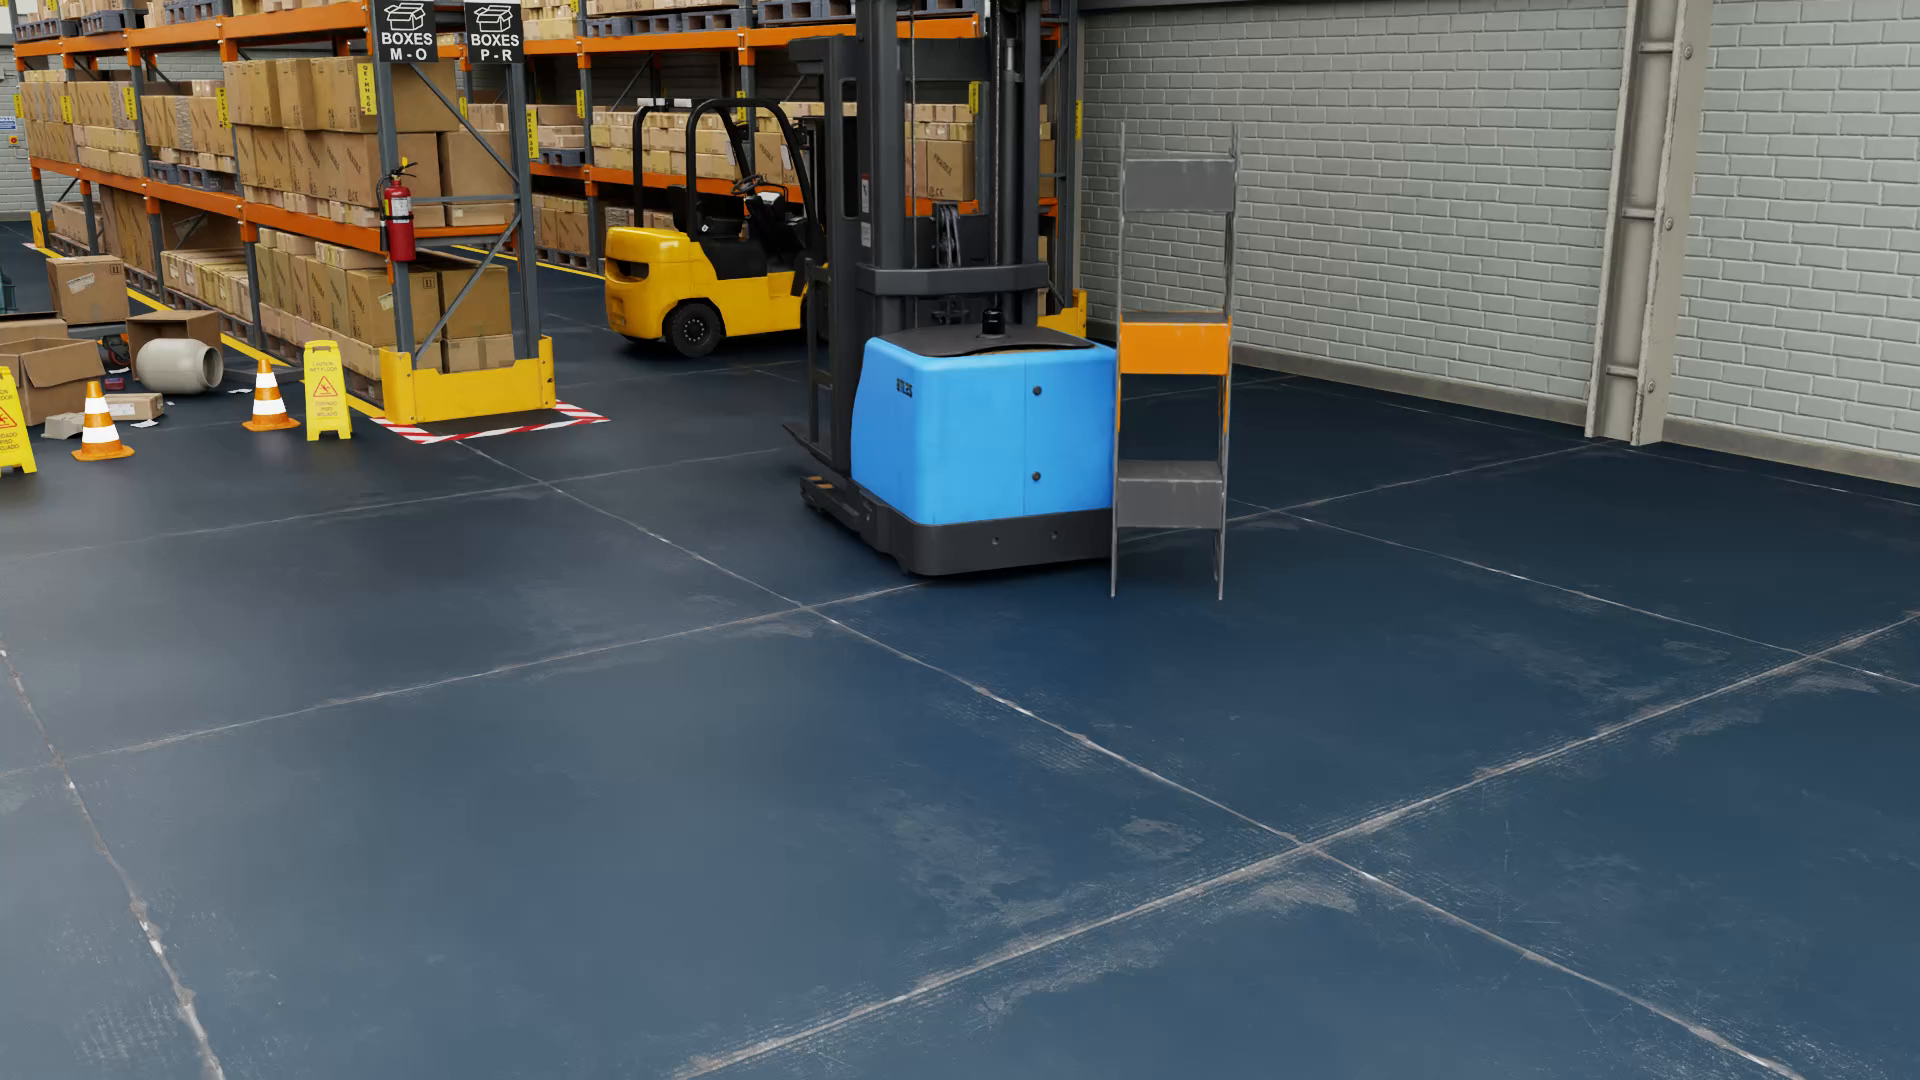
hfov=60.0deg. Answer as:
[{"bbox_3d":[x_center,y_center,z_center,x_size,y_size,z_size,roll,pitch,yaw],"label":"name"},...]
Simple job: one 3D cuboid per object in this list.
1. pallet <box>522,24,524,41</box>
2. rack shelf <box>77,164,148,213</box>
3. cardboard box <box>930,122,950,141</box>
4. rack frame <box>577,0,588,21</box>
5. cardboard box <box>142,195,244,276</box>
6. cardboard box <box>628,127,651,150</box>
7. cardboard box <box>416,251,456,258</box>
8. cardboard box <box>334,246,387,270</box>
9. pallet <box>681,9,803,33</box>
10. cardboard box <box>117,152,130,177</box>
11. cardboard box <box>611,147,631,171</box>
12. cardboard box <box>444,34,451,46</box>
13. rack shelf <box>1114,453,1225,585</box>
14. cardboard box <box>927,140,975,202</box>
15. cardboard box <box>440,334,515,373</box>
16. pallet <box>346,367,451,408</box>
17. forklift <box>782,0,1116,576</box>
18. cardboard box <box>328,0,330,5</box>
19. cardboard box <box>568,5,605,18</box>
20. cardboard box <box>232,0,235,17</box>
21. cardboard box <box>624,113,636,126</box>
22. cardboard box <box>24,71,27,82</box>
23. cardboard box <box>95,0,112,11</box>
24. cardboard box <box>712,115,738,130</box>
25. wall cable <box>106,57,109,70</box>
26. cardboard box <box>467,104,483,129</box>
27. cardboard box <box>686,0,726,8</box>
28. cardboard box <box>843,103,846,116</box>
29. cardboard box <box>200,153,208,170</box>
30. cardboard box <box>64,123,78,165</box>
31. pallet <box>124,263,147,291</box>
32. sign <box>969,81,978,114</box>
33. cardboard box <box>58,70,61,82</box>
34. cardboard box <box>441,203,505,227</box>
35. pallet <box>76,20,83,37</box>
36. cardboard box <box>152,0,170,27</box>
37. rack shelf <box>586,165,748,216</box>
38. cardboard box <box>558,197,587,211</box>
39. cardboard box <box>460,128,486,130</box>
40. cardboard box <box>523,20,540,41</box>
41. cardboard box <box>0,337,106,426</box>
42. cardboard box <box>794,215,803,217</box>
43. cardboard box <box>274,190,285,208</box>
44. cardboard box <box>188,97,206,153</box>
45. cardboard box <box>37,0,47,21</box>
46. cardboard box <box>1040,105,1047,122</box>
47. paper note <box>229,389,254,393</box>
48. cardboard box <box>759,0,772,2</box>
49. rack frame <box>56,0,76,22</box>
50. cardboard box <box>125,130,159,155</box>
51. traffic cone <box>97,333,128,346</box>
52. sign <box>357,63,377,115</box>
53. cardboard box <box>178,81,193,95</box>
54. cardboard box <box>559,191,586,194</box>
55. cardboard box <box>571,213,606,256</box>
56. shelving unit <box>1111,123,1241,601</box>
[{"bbox_3d":[-5.554,-6.664,21.916,1.213,0.211,1.003,-11,19,-35],"label":"pallet"},{"bbox_3d":[-9.329,-4.134,19.360,1.077,0.370,4.000,-11,19,-35],"label":"rack shelf"},{"bbox_3d":[-0.042,-3.558,14.476,0.380,0.149,0.250,-11,18,-34],"label":"cardboard box"},{"bbox_3d":[-4.141,-7.718,19.730,1.000,3.000,0.127,-11,19,-35],"label":"rack frame"},{"bbox_3d":[-8.492,-3.392,18.515,0.875,0.875,0.875,-11,19,-35],"label":"cardboard box"},{"bbox_3d":[-3.491,-4.639,19.181,0.500,0.250,0.500,-11,19,-36],"label":"cardboard box"},{"bbox_3d":[-4.314,-2.023,13.277,0.500,0.500,0.500,-10,18,-33],"label":"cardboard box"},{"bbox_3d":[-4.402,-2.095,12.311,0.380,0.149,0.250,-10,18,-33],"label":"cardboard box"},{"bbox_3d":[-2.318,-5.511,17.711,0.805,0.209,1.217,-12,19,-37],"label":"pallet"},{"bbox_3d":[-8.974,-4.156,18.361,0.500,0.250,0.500,-10,18,-34],"label":"cardboard box"},{"bbox_3d":[-3.786,-4.512,19.662,0.500,0.250,0.500,-11,19,-36],"label":"cardboard box"},{"bbox_3d":[-7.084,-7.088,23.586,0.380,0.149,0.250,-11,19,-35],"label":"cardboard box"},{"bbox_3d":[0.957,-0.106,7.684,0.480,0.518,0.431,1,15,5],"label":"rack shelf"},{"bbox_3d":[0.061,-3.229,14.502,0.500,0.500,0.500,-11,19,-36],"label":"cardboard box"},{"bbox_3d":[-3.700,-1.437,12.556,0.500,0.250,0.500,-11,19,-35],"label":"cardboard box"},{"bbox_3d":[-3.943,-1.195,12.544,1.003,0.211,1.213,-11,19,-35],"label":"pallet"},{"bbox_3d":[-0.247,-1.593,8.845,1.130,2.935,3.031,-6,16,-21],"label":"forklift"},{"bbox_3d":[-4.282,-3.878,11.857,0.380,0.149,0.250,-11,19,-34],"label":"cardboard box"},{"bbox_3d":[-4.544,-6.430,20.233,0.380,0.149,0.250,-10,18,-33],"label":"cardboard box"},{"bbox_3d":[-5.817,-4.419,13.834,0.380,0.149,0.250,-11,19,-35],"label":"cardboard box"},{"bbox_3d":[-3.698,-4.911,19.417,0.380,0.149,0.250,-11,19,-34],"label":"cardboard box"},{"bbox_3d":[-12.872,-6.486,23.281,0.380,0.149,0.250,-10,18,-33],"label":"cardboard box"},{"bbox_3d":[-8.889,-5.933,17.904,0.700,0.500,0.500,-12,19,-37],"label":"cardboard box"},{"bbox_3d":[-2.437,-4.483,17.855,0.380,0.149,0.250,-11,19,-35],"label":"cardboard box"},{"bbox_3d":[-15.051,-7.675,29.011,0.588,1.984,0.122,-11,19,-35],"label":"wall cable"},{"bbox_3d":[-6.389,-5.792,23.070,0.700,0.500,0.500,-10,18,-33],"label":"cardboard box"},{"bbox_3d":[-2.681,-5.735,17.656,0.380,0.149,0.250,-11,19,-35],"label":"cardboard box"},{"bbox_3d":[-1.020,-4.098,15.886,0.380,0.149,0.250,-11,19,-35],"label":"cardboard box"},{"bbox_3d":[-6.801,-3.510,15.399,0.380,0.149,0.250,-11,19,-34],"label":"cardboard box"},{"bbox_3d":[-10.985,-5.015,21.029,0.500,0.500,0.500,-11,19,-34],"label":"cardboard box"},{"bbox_3d":[-9.269,-3.149,19.681,1.003,0.211,1.213,-11,19,-35],"label":"pallet"},{"bbox_3d":[0.116,-3.708,13.800,0.100,0.325,0.005,-11,19,-35],"label":"sign"},{"bbox_3d":[-11.313,-5.947,21.309,0.380,0.149,0.250,-11,19,-35],"label":"cardboard box"},{"bbox_3d":[-3.482,-2.329,11.878,0.380,0.149,0.250,-11,19,-34],"label":"cardboard box"},{"bbox_3d":[-9.926,-6.074,19.767,0.805,0.209,1.217,-12,19,-37],"label":"pallet"},{"bbox_3d":[-7.604,-5.345,16.550,0.700,0.500,0.500,-11,19,-35],"label":"cardboard box"},{"bbox_3d":[-2.965,-4.051,19.057,1.077,0.370,4.000,-11,19,-35],"label":"rack shelf"},{"bbox_3d":[-4.941,-4.317,21.379,0.380,0.149,0.250,-12,19,-36],"label":"cardboard box"},{"bbox_3d":[-3.811,-2.791,12.339,0.500,0.500,0.500,-10,18,-33],"label":"cardboard box"},{"bbox_3d":[-5.229,-6.485,21.191,0.500,0.250,0.500,-11,19,-35],"label":"cardboard box"},{"bbox_3d":[-6.530,-1.123,11.727,0.637,0.503,0.797,4,16,13],"label":"cardboard box"},{"bbox_3d":[-1.758,-3.177,17.022,0.500,0.250,0.500,-11,19,-35],"label":"cardboard box"},{"bbox_3d":[-5.387,-2.805,13.619,0.380,0.149,0.250,-10,18,-33],"label":"cardboard box"},{"bbox_3d":[-6.850,-3.873,15.498,0.500,0.500,0.500,-10,18,-33],"label":"cardboard box"},{"bbox_3d":[-11.793,-7.054,21.810,0.500,0.500,0.500,-10,18,-34],"label":"cardboard box"},{"bbox_3d":[0.539,-3.726,14.526,0.380,0.149,0.250,-11,19,-36],"label":"cardboard box"},{"bbox_3d":[-5.491,-1.145,12.702,0.148,0.019,0.142,10,18,33],"label":"paper note"},{"bbox_3d":[-1.771,-5.404,16.448,0.380,0.149,0.250,-10,18,-33],"label":"cardboard box"},{"bbox_3d":[-10.505,-7.801,20.033,1.000,3.000,0.127,-11,19,-35],"label":"rack frame"},{"bbox_3d":[-8.644,-4.286,17.892,0.500,0.250,0.500,-11,19,-35],"label":"cardboard box"},{"bbox_3d":[-7.663,-2.023,15.092,0.336,0.463,0.334,-11,19,-35],"label":"traffic cone"},{"bbox_3d":[-3.910,-2.974,10.969,0.100,0.325,0.005,-11,19,-35],"label":"sign"},{"bbox_3d":[-8.246,-4.727,18.083,0.500,0.500,0.500,-12,19,-36],"label":"cardboard box"},{"bbox_3d":[-5.247,-4.685,22.722,0.380,0.149,0.250,-11,19,-34],"label":"cardboard box"},{"bbox_3d":[-4.563,-3.879,21.005,0.500,0.500,0.500,-10,18,-33],"label":"cardboard box"},{"bbox_3d":[0.955,-0.794,7.494,0.503,2.100,0.431,1,15,5],"label":"shelving unit"}]
